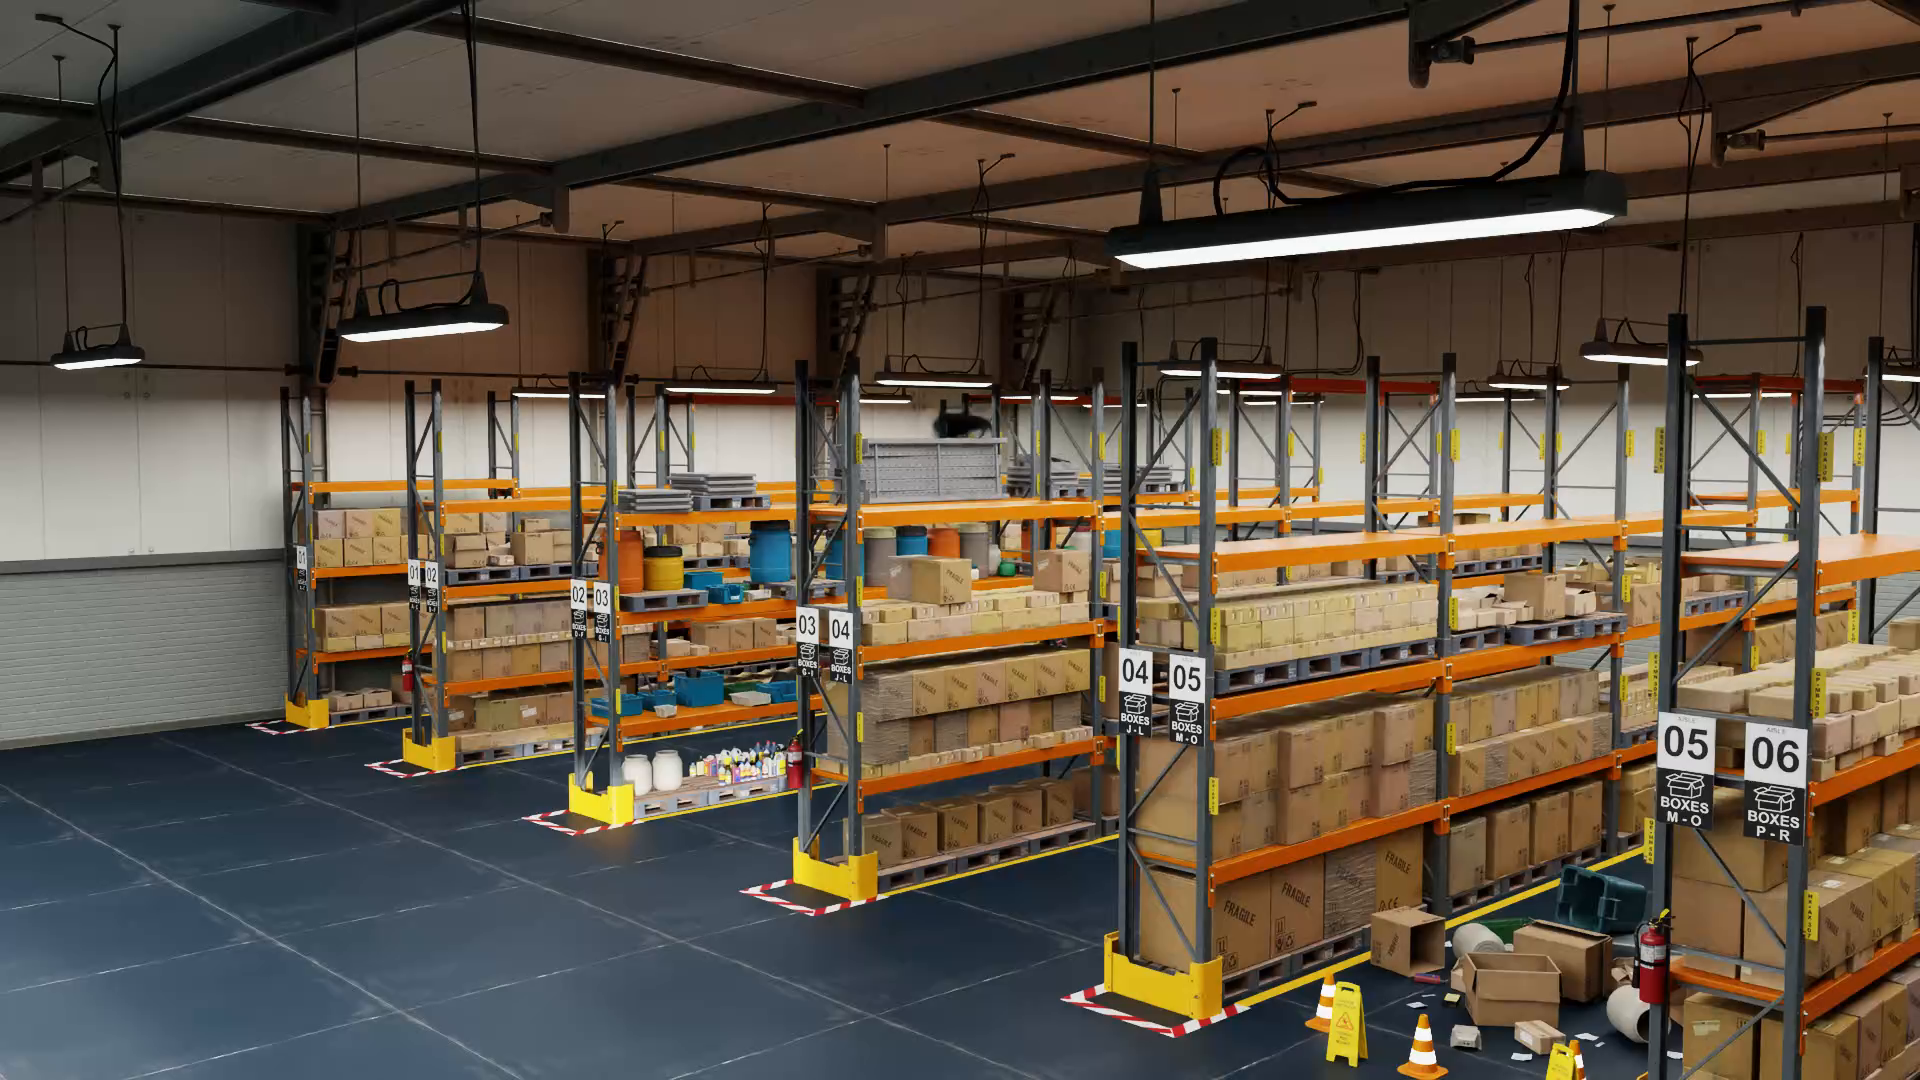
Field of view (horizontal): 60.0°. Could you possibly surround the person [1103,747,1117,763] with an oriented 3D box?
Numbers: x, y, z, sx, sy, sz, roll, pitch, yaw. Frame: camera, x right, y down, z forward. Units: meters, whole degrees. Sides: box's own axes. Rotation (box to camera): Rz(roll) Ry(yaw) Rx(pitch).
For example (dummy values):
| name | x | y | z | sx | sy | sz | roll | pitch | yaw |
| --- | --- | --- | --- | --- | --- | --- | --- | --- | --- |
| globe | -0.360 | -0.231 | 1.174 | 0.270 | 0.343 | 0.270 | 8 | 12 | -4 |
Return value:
| name | x | y | z | sx | sy | sz | roll | pitch | yaw |
| --- | --- | --- | --- | --- | --- | --- | --- | --- | --- |
| person | 2.354 | 2.805 | 24.388 | 0.814 | 1.690 | 0.680 | -3 | 5 | -36 |
